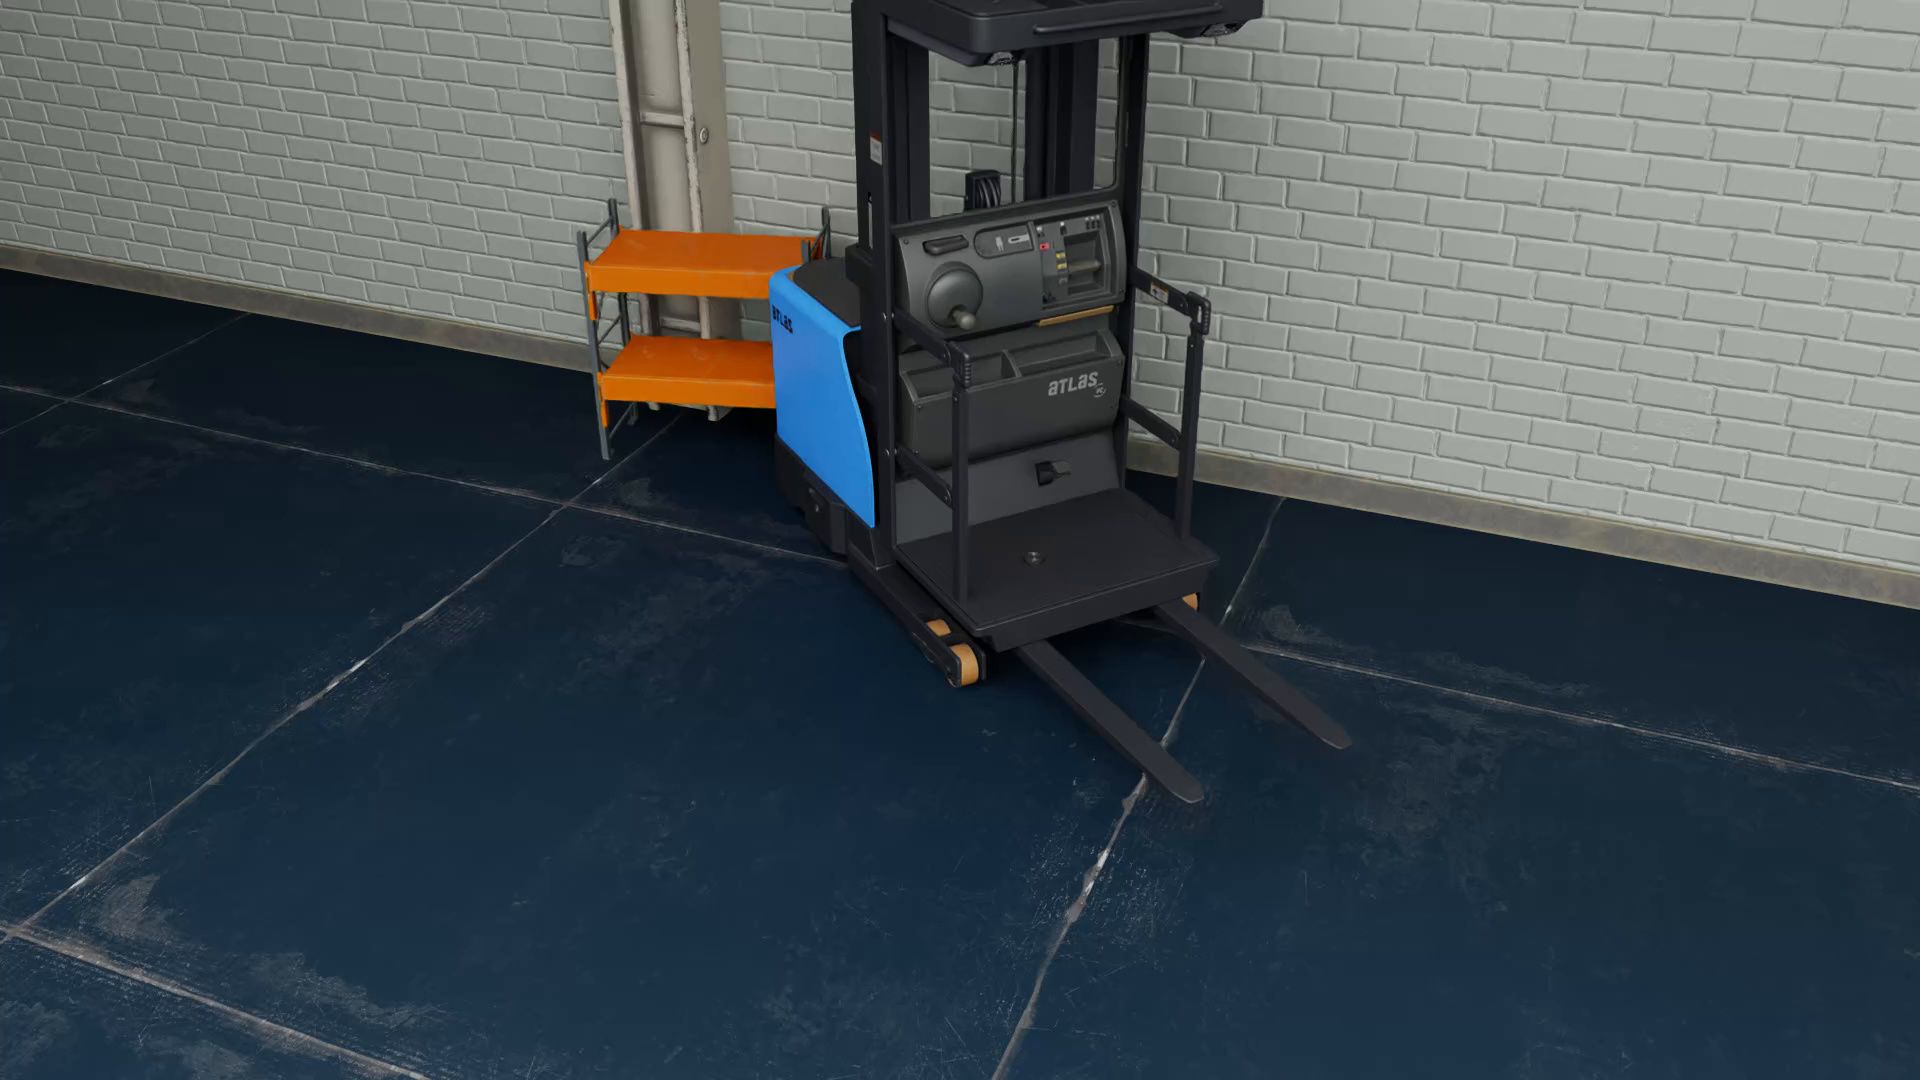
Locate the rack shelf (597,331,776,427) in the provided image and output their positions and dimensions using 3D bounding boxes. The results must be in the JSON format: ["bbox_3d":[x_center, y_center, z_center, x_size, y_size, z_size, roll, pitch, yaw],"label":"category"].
[{"bbox_3d":[-1.153,-0.748,7.927,1.000,0.278,0.538,3,30,6],"label":"rack shelf"}]

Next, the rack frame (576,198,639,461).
[{"bbox_3d":[-1.658,-0.991,7.861,0.032,1.125,0.500,3,30,6],"label":"rack frame"}]

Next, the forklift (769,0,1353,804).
[{"bbox_3d":[0.308,-0.974,5.995,1.130,2.935,3.031,-15,33,-24],"label":"forklift"}]

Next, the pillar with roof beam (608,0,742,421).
[{"bbox_3d":[-2.956,-2.654,2.800,0.400,9.000,9.100,11,31,19],"label":"pillar with roof beam"}]

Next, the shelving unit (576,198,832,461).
[{"bbox_3d":[-1.153,-0.961,7.806,1.048,1.125,0.538,3,30,6],"label":"shelving unit"}]

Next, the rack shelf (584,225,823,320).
[{"bbox_3d":[-1.153,-1.215,7.662,1.000,0.278,0.538,3,30,6],"label":"rack shelf"}]

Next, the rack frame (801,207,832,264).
[{"bbox_3d":[-0.649,-0.930,7.752,0.032,1.125,0.500,3,30,6],"label":"rack frame"}]
